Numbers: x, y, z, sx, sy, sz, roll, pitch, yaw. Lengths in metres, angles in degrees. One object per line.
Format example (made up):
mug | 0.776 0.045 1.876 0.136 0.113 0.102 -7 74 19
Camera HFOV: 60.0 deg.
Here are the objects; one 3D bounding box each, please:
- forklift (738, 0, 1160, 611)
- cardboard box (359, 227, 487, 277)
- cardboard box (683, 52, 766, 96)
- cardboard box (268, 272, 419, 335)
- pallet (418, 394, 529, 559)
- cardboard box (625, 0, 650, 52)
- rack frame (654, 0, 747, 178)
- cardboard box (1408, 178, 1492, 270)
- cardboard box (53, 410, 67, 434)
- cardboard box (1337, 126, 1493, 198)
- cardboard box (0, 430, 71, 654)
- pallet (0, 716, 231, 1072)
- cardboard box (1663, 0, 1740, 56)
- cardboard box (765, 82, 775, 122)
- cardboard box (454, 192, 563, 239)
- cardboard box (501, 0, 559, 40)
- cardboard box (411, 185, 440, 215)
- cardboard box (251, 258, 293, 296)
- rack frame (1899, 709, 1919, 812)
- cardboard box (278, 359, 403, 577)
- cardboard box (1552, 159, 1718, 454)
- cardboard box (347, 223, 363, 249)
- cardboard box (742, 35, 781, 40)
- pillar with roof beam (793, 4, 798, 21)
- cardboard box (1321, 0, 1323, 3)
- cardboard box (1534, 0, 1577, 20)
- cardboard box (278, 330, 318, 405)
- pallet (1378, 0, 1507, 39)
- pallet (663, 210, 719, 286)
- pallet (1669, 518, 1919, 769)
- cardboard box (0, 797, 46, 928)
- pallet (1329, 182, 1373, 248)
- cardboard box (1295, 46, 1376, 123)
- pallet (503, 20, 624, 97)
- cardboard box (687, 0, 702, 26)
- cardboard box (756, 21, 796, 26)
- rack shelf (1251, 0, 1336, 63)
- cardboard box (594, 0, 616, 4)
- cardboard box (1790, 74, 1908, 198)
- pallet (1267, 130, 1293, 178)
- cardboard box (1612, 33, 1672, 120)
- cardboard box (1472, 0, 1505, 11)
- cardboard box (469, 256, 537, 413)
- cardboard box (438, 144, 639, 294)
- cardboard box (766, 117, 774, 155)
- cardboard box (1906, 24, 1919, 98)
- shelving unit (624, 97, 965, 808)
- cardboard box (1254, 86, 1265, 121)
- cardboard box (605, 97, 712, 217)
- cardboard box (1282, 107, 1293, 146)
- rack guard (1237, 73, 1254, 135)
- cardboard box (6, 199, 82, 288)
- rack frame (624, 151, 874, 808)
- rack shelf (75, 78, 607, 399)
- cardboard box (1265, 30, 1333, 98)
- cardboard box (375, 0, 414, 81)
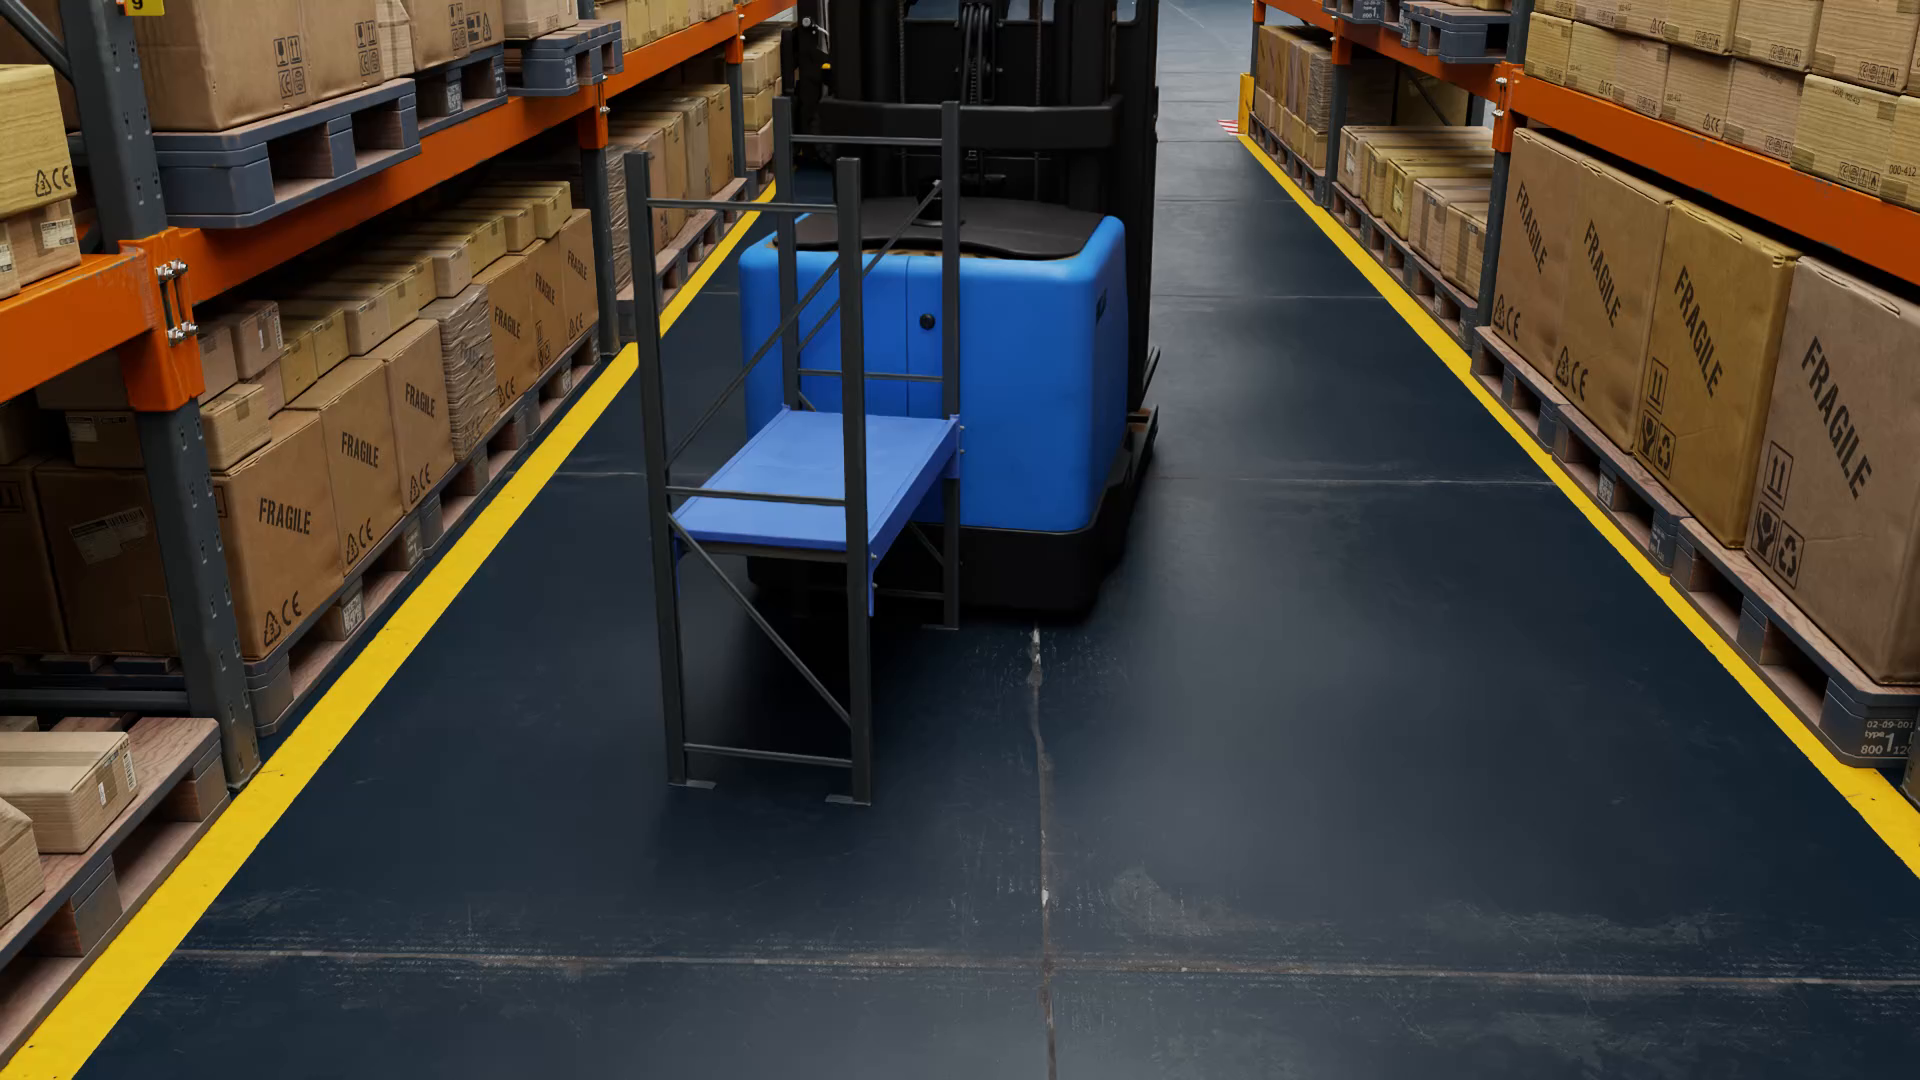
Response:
forklift | 0.155 -1.661 5.758 1.130 2.935 3.031 4 22 11
cardboard box | -1.947 -1.041 6.044 0.380 0.149 0.250 0 21 1
cardboard box | -1.645 -3.266 11.639 0.500 0.250 0.500 0 21 1
cardboard box | -1.963 -0.755 5.306 0.380 0.149 0.250 1 21 4
pallet | -2.196 -0.259 5.905 1.003 0.211 1.213 1 21 2
cardboard box | -1.817 -2.538 8.131 0.500 0.250 0.500 0 21 0
rack frame | -1.973 -3.715 10.956 1.000 3.000 0.127 1 21 2
cardboard box | 2.908 -1.657 8.705 0.950 0.372 0.625 0 21 1
cardboard box | -2.491 -0.387 4.357 0.380 0.149 0.250 1 21 2
cardboard box | 2.975 -2.443 10.730 0.950 0.372 0.625 1 21 2
cardboard box | -2.497 -0.034 4.344 0.500 0.500 0.500 1 21 1
pallet | -2.239 0.726 3.366 1.003 0.211 1.213 1 21 2
cardboard box | 2.531 -1.648 5.145 0.500 0.250 0.500 1 21 3
cardboard box | -1.637 -3.215 12.199 0.500 0.250 0.500 1 21 1
cardboard box | -1.834 -1.321 6.765 0.380 0.149 0.250 0 21 -1
cardboard box | -1.804 -2.009 6.188 0.500 0.250 0.500 0 21 -1
cardboard box | -2.422 -1.416 7.011 0.380 0.149 0.250 2 21 4
cardboard box | -2.459 -0.851 5.554 0.380 0.149 0.250 0 21 -1
rack frame | 2.745 -0.769 3.364 1.000 3.000 0.127 1 21 2
cardboard box | -1.971 -0.218 4.819 0.500 0.500 0.500 0 21 1
cardboard box | 2.731 -0.849 5.928 0.875 0.875 0.875 1 21 2
cardboard box | -2.486 -1.132 6.279 0.380 0.149 0.250 0 21 -1
cardboard box | -1.592 -3.821 13.068 0.500 0.250 0.500 0 21 1
pillar with roof beam | 1.894 -12.008 24.035 9.100 9.000 0.400 1 21 2
cardboard box | 2.694 -3.754 11.405 0.380 0.149 0.250 1 21 3
cardboard box | 2.604 -2.198 6.563 0.500 0.250 0.500 0 21 1
cardboard box | -2.012 -0.476 4.587 0.380 0.149 0.250 0 21 -1
pallet | 2.886 -2.842 8.972 1.003 0.211 1.213 1 21 2
pallet | -1.991 -1.706 9.633 1.003 0.211 1.213 1 21 2
pallet | 2.693 0.251 4.590 1.003 0.211 1.213 1 21 2
cardboard box | -1.951 0.590 3.060 0.396 0.266 0.258 1 21 4
pallet | 2.966 -2.080 10.598 1.003 0.211 1.213 1 21 2
cardboard box | 2.751 -3.326 12.138 0.500 0.500 0.500 1 21 3
pallet | -2.046 -1.933 6.630 1.213 0.211 1.003 1 21 2
cardboard box | -1.783 -3.099 9.576 0.500 0.250 0.500 1 21 2
cardboard box | -1.554 -4.371 14.486 0.500 0.250 0.500 1 21 3
rack shelf | 3.049 -4.049 12.813 1.077 0.370 4.000 1 21 2
cardboard box | -1.812 -2.589 7.572 0.500 0.250 0.500 1 21 2
cardboard box | 2.523 -1.048 4.291 0.500 0.250 0.500 0 21 1
pallet | 3.007 -3.047 13.090 1.003 0.211 1.213 1 21 2
cardboard box | 2.580 -1.596 5.702 0.500 0.250 0.500 1 21 3
cardboard box | 2.577 -2.513 7.625 0.380 0.149 0.250 1 21 2
cardboard box | -1.932 -0.774 6.251 0.500 0.500 0.500 2 21 4
cardboard box | -2.062 -1.583 8.163 0.875 0.625 0.625 1 21 3
cardboard box | -1.628 -2.984 12.293 0.500 0.250 0.500 0 21 0
cardboard box | 2.515 -1.094 3.719 0.500 0.250 0.500 1 21 2
shelving unit | -0.350 -0.273 4.159 0.538 1.500 1.048 4 22 11
cardboard box | 2.809 -3.733 14.224 0.500 0.250 0.500 0 21 1
cardboard box | -2.009 -2.334 10.101 0.875 0.625 0.625 0 21 1
cardboard box | 2.764 -3.169 12.769 0.500 0.250 0.500 1 21 2
rack guard | 3.107 -3.915 14.928 1.175 0.500 0.348 1 21 2
cardboard box | -1.974 -0.587 3.243 0.380 0.149 0.250 1 21 2
rack frame | -0.452 -0.093 3.695 0.500 1.500 0.032 4 22 11
rack shelf | -2.156 -1.210 5.495 1.077 0.370 4.000 1 21 2
cardboard box | 2.797 -3.885 13.579 0.500 0.500 0.500 0 21 0
cardboard box | -1.791 -1.454 4.734 0.396 0.266 0.258 2 21 4
